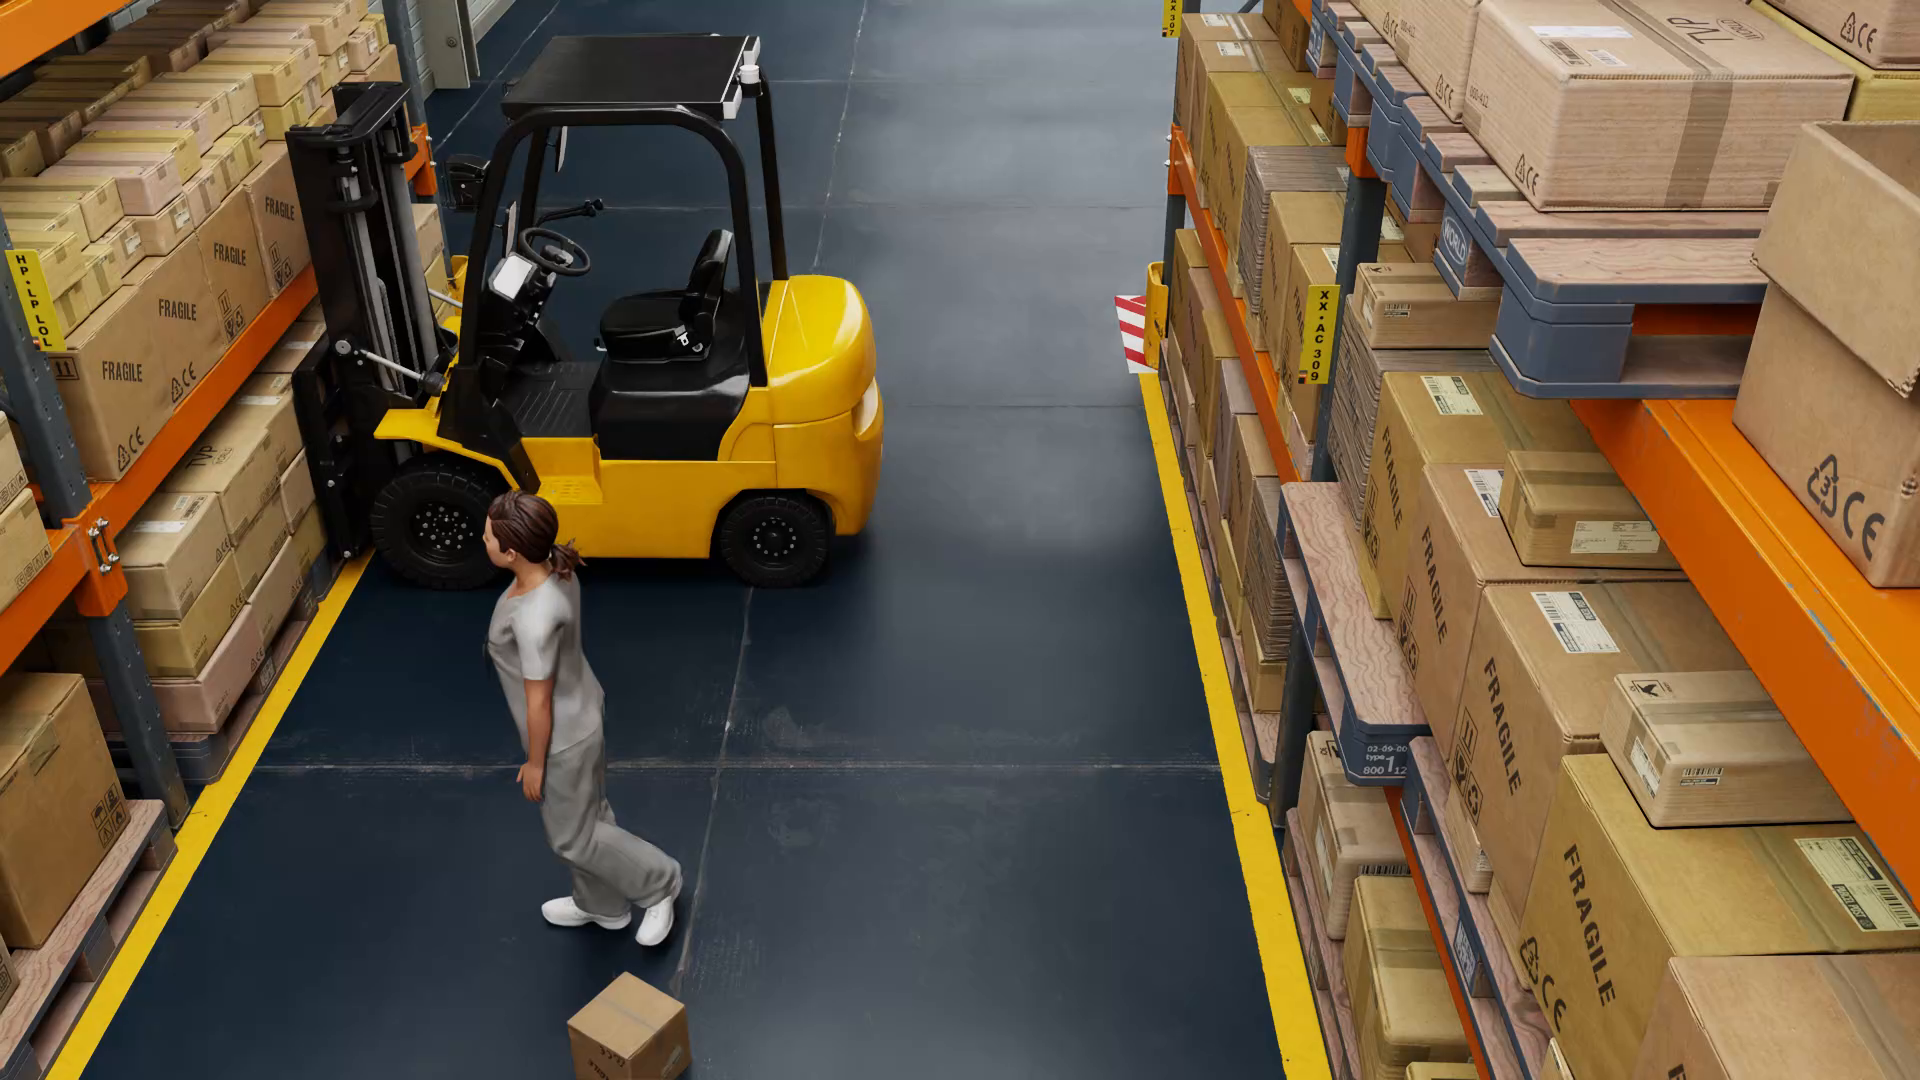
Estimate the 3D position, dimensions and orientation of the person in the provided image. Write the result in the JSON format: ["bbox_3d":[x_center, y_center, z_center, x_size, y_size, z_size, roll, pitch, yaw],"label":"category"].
[{"bbox_3d":[-1.178,0.580,5.187,0.497,1.668,0.449,-4,32,-7],"label":"person"}]
